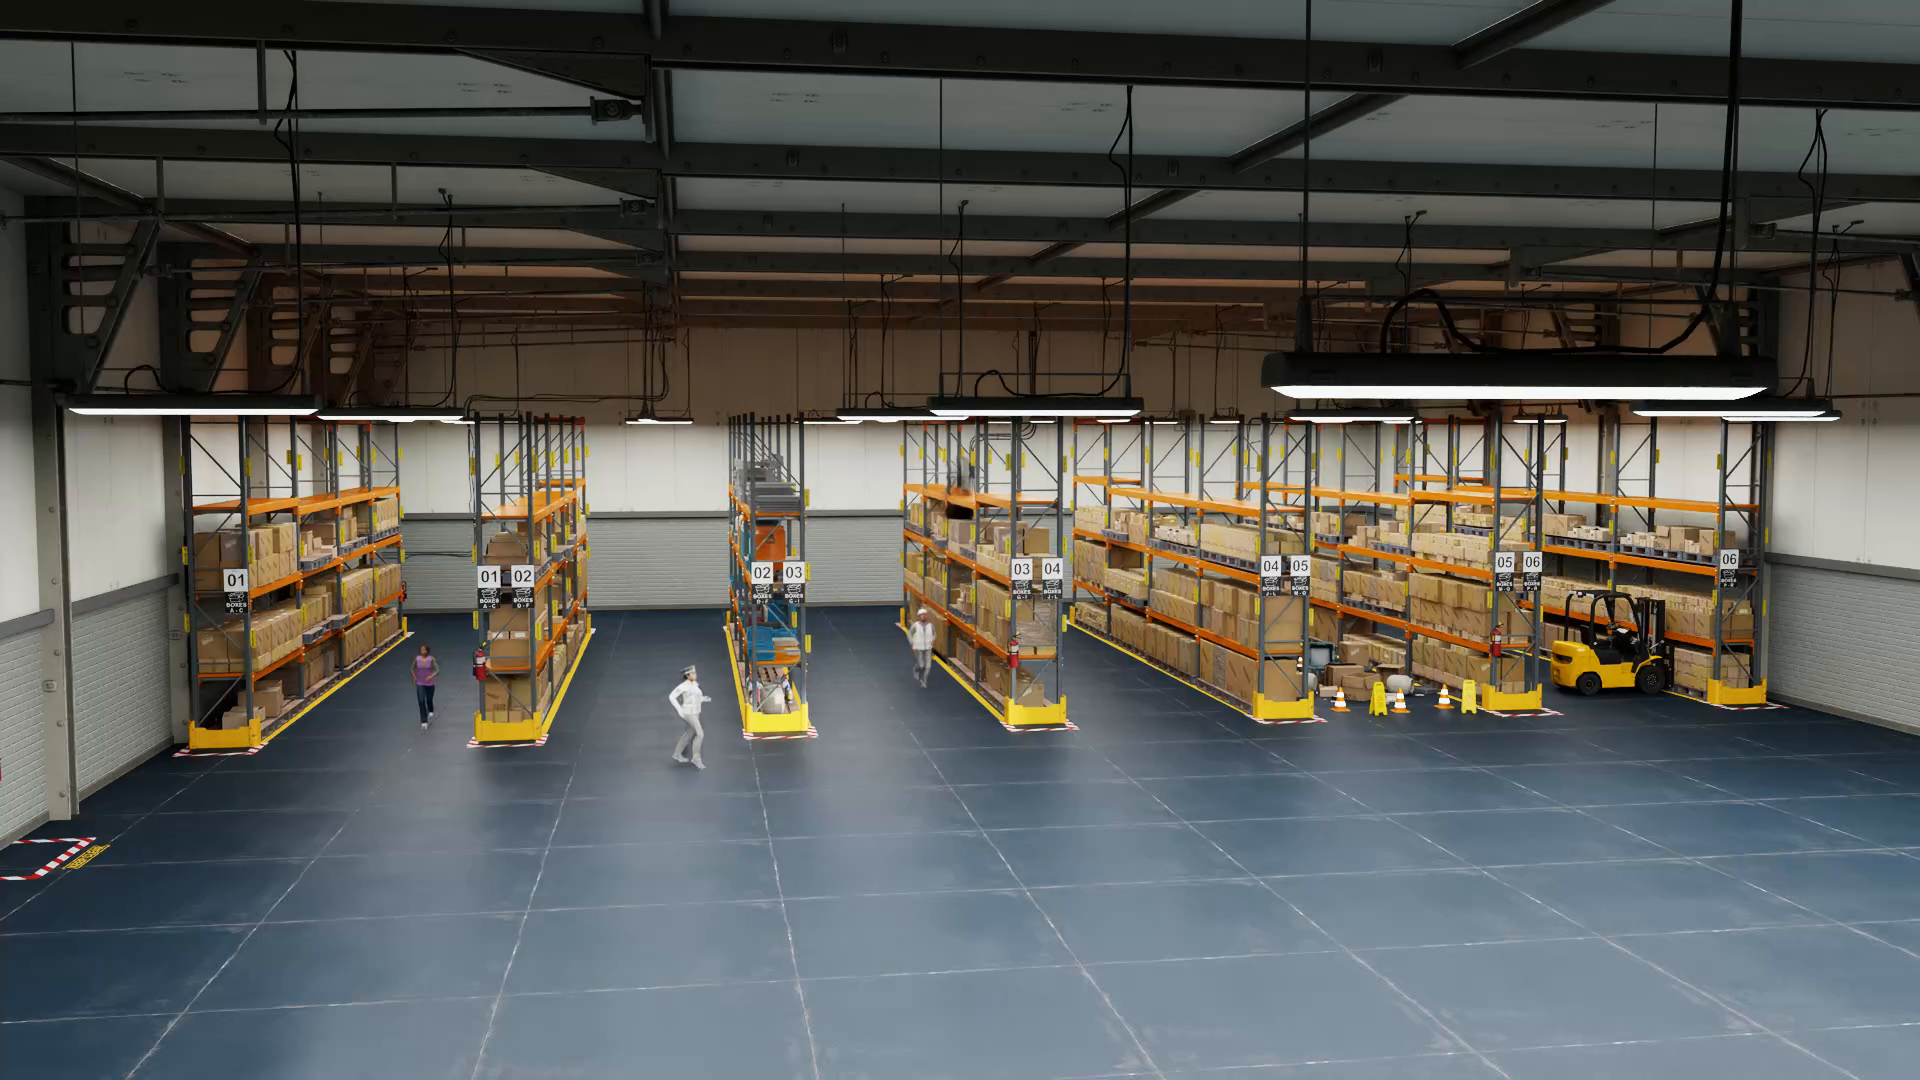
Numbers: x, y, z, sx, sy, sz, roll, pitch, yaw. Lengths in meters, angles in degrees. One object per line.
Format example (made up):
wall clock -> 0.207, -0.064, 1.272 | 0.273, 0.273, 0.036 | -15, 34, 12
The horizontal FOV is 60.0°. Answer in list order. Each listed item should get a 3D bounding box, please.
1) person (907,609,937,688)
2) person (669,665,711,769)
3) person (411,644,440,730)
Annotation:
person -> -0.800, 2.357, 36.216 | 0.658, 1.723, 0.586 | -1, 4, -15
person -> -4.526, 2.975, 27.991 | 0.723, 1.750, 0.584 | 1, 4, 16
person -> -10.194, 2.768, 31.700 | 0.546, 1.596, 0.799 | -1, 4, -12
